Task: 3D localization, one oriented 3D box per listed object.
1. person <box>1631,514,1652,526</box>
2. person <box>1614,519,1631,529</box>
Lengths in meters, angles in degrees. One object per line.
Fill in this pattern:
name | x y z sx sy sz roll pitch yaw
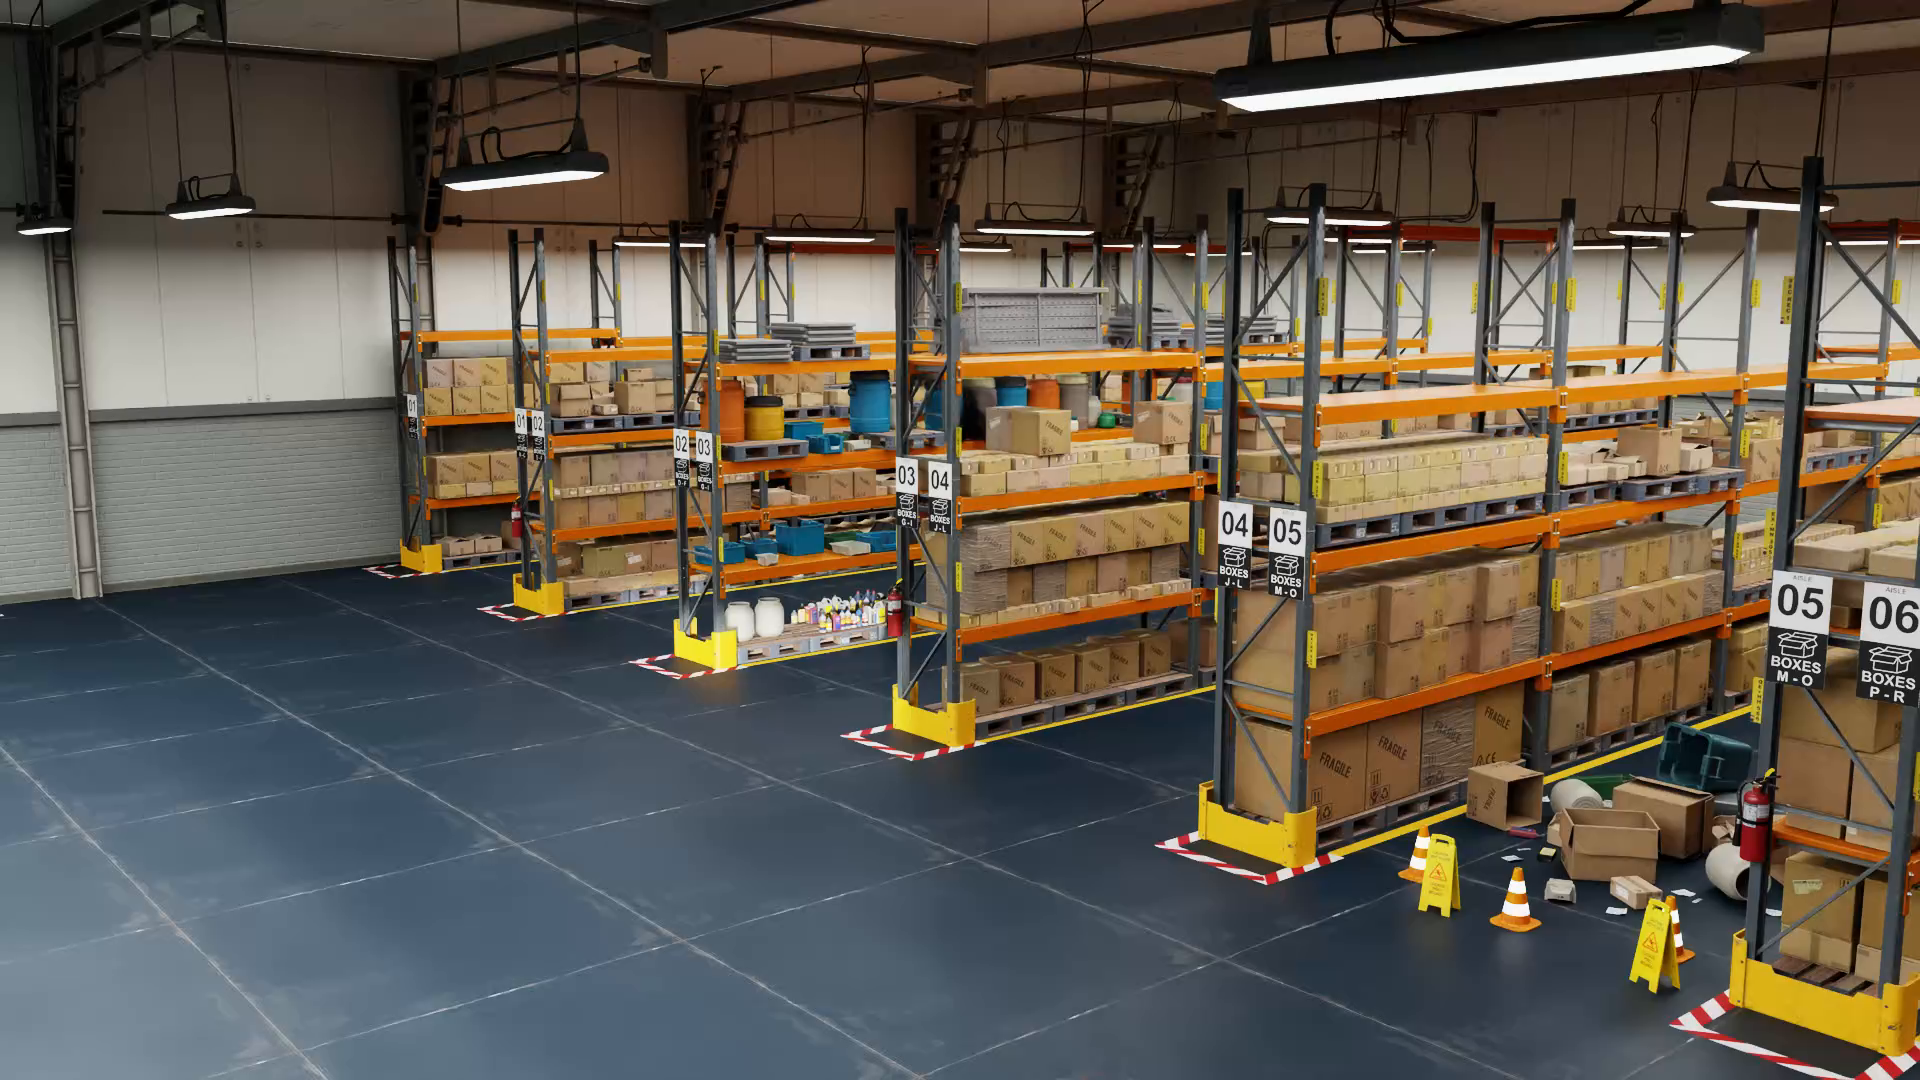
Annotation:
person | 10.545 0.332 25.744 0.645 1.748 0.659 7 11 40
person | 9.812 0.511 24.781 0.570 1.723 0.871 8 12 42
